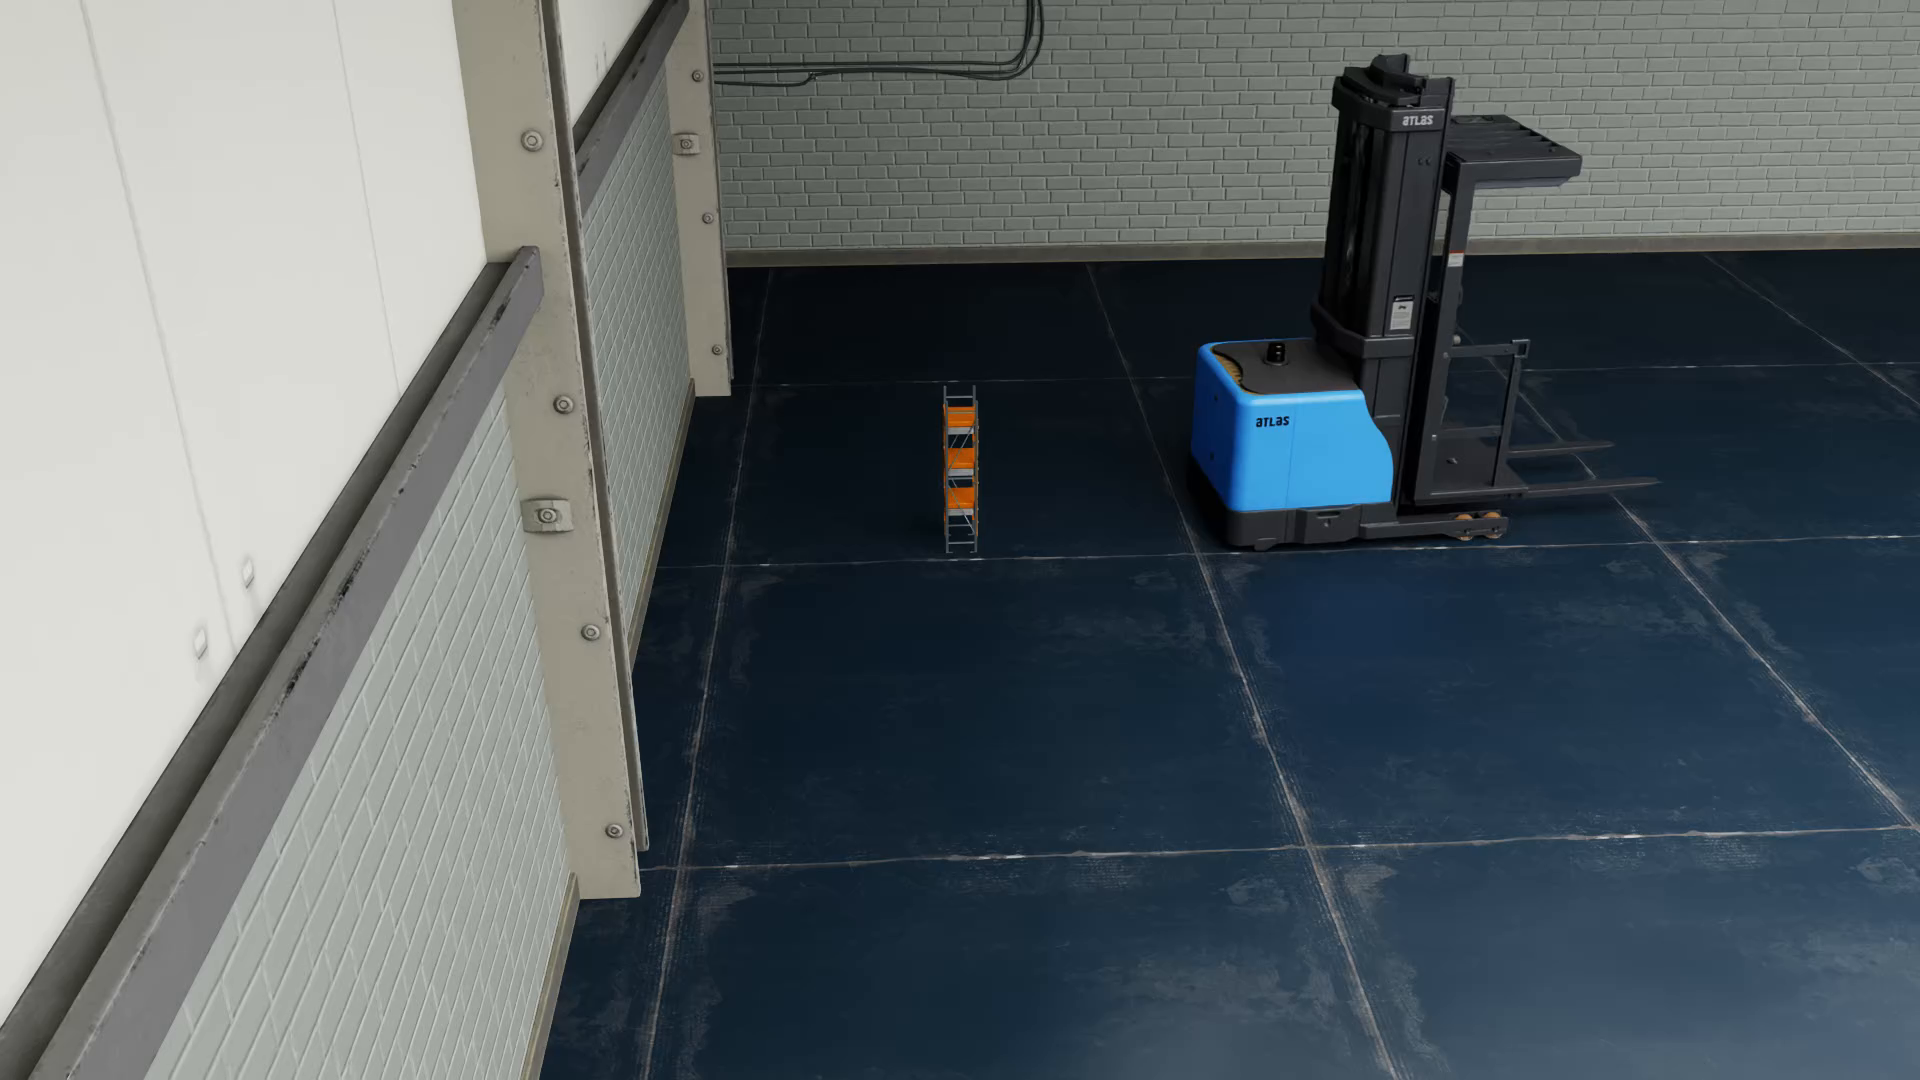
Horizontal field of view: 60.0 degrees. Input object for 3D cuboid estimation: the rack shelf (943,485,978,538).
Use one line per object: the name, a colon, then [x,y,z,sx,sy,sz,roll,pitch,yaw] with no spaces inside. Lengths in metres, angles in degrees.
rack shelf: [0.003,-0.185,10.655,0.215,0.259,0.240,-1,28,-3]

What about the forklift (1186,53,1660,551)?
forklift: [3.114,-1.534,10.584,3.031,2.935,1.130,-4,28,-8]

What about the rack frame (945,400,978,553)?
rack frame: [0.009,-0.384,10.414,0.200,1.050,0.008,-1,28,-3]

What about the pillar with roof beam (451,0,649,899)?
pillar with roof beam: [2.658,-2.538,5.947,9.100,9.000,0.400,-1,28,-3]

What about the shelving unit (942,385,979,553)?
shelving unit: [0.003,-0.441,10.522,0.215,1.050,0.252,-1,28,-3]

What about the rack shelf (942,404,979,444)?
rack shelf: [0.003,-0.683,10.396,0.215,0.259,0.240,-1,28,-3]

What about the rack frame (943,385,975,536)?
rack frame: [-0.004,-0.497,10.630,0.200,1.050,0.008,-1,28,-3]

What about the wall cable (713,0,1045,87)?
wall cable: [-0.787,-5.220,14.448,3.097,2.526,0.112,-1,28,-3]

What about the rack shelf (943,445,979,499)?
rack shelf: [0.003,-0.431,10.527,0.215,0.259,0.240,-1,28,-3]

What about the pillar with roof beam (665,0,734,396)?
pillar with roof beam: [2.345,-5.309,11.259,9.100,9.000,0.400,-1,28,-3]
